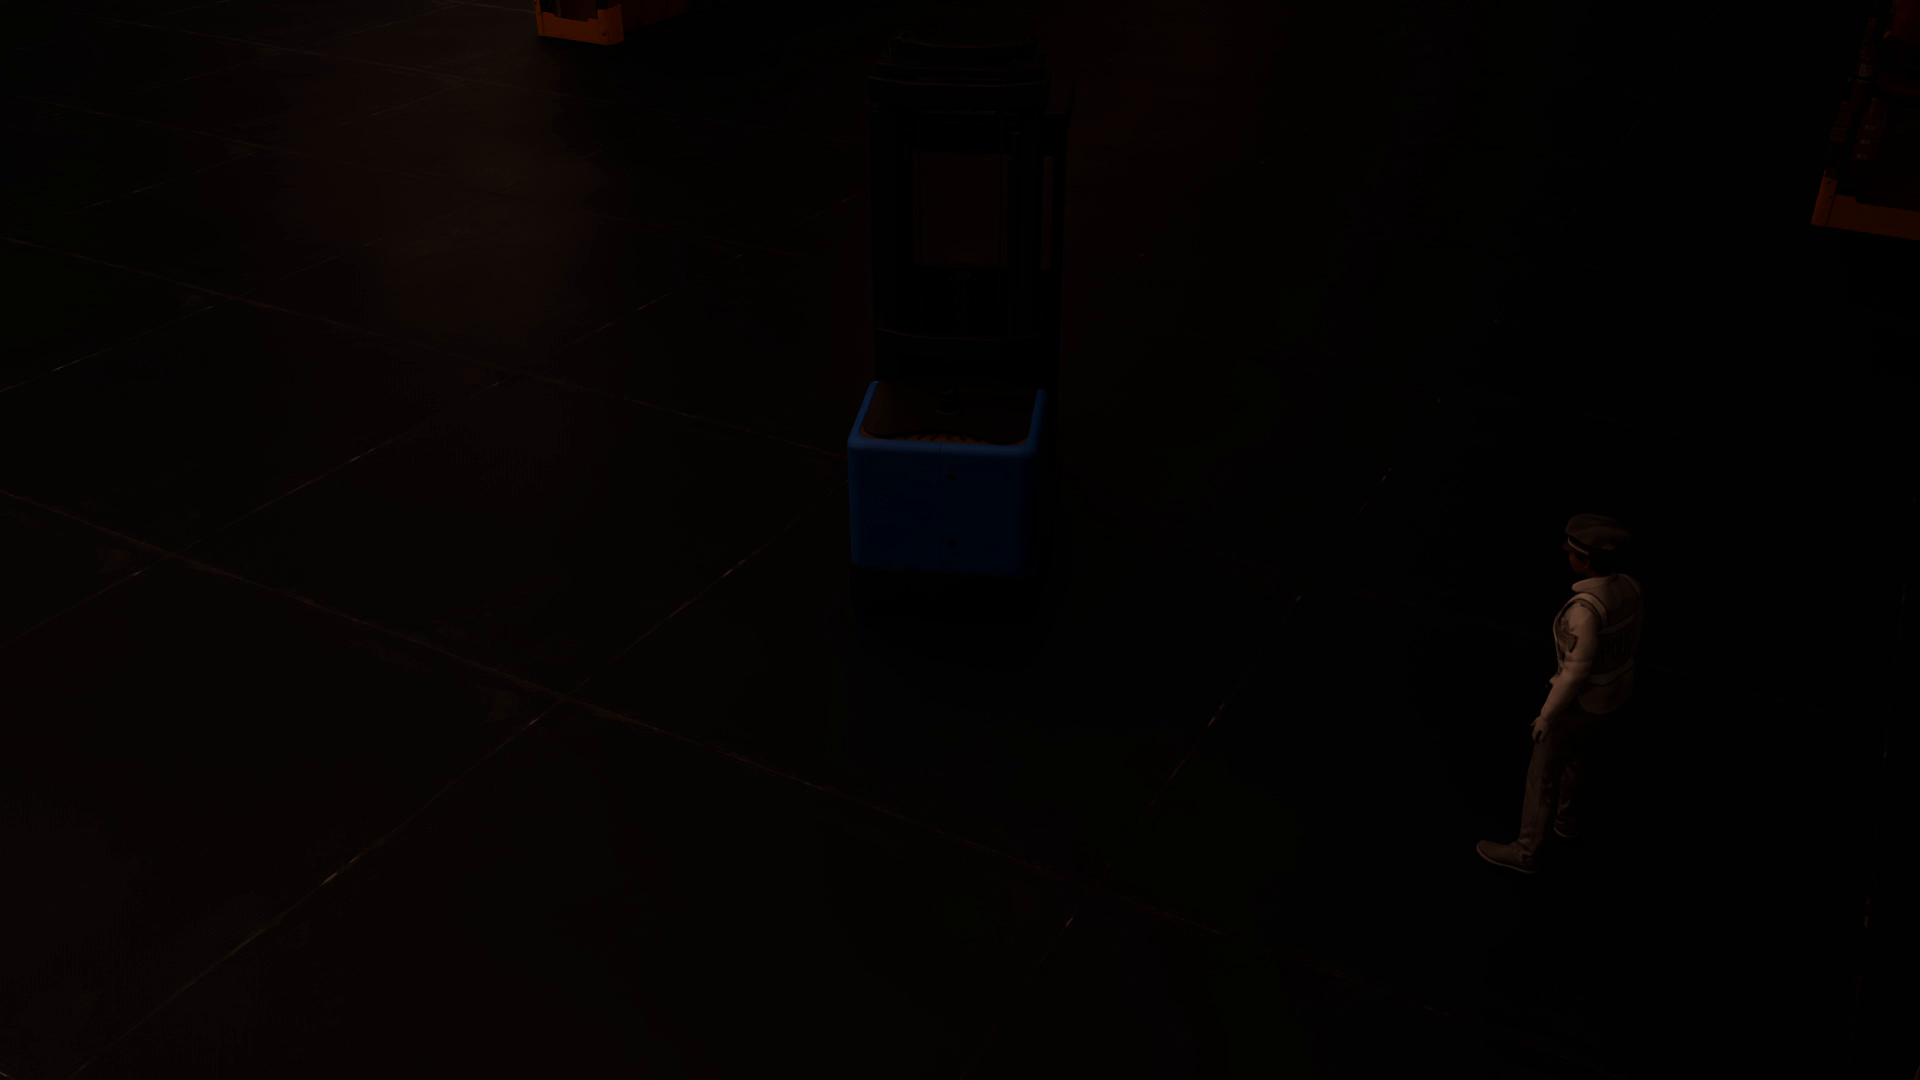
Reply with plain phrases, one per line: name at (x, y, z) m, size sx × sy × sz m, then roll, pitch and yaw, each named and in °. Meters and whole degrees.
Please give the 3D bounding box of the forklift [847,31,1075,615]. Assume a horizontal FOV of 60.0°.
forklift at (0.072, -1.572, 9.794) m, size 1.130 × 2.935 × 3.031 m, roll 3°, pitch 30°, yaw 6°

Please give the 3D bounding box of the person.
person at (2.666, 0.673, 7.180) m, size 0.614 × 1.665 × 0.388 m, roll -24°, pitch 38°, yaw -35°
